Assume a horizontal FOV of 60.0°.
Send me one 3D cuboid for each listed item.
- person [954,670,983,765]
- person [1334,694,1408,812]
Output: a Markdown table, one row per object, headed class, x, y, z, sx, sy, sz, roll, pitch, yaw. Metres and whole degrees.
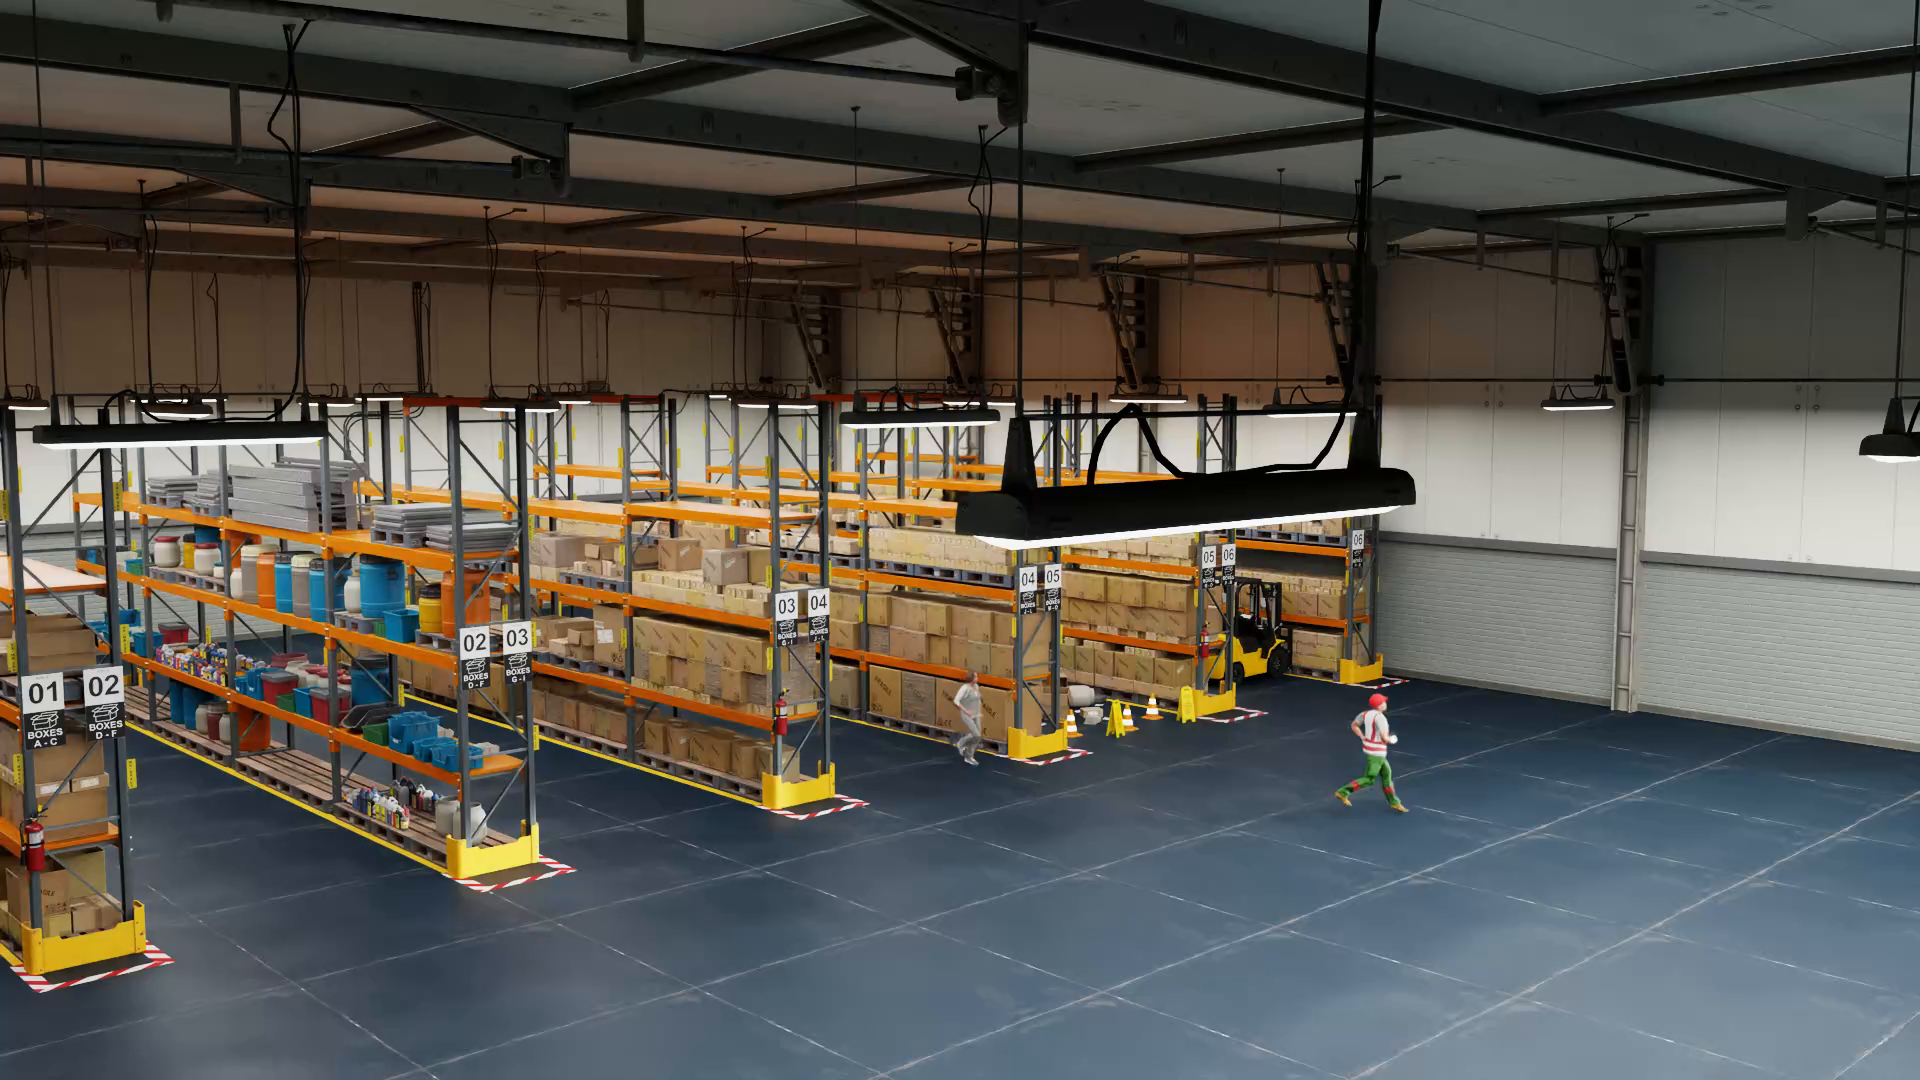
| class | x | y | z | sx | sy | sz | roll | pitch | yaw |
| --- | --- | --- | --- | --- | --- | --- | --- | --- | --- |
| person | 0.173 | 2.969 | 27.409 | 0.493 | 1.480 | 0.569 | 5 | 7 | 41 |
| person | 5.999 | 3.118 | 24.108 | 1.162 | 1.791 | 0.623 | 0 | 6 | -5 |
